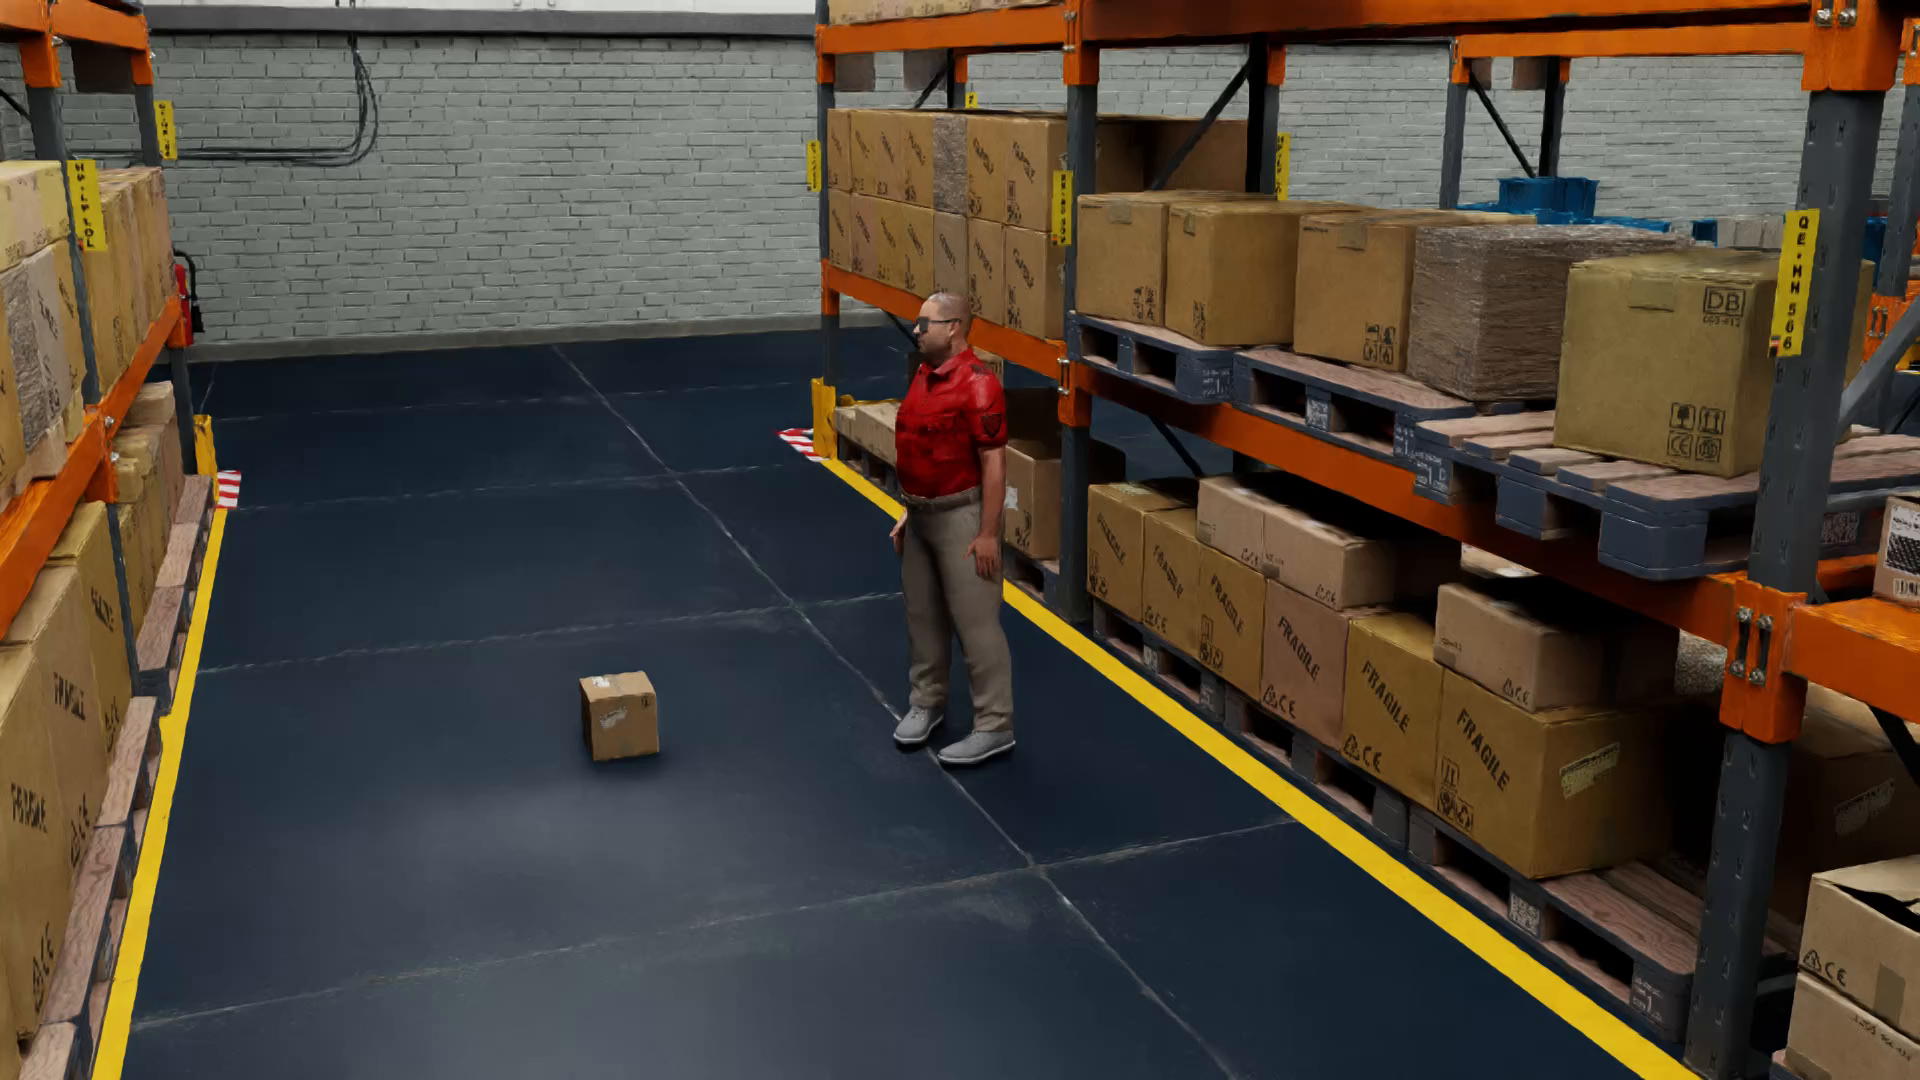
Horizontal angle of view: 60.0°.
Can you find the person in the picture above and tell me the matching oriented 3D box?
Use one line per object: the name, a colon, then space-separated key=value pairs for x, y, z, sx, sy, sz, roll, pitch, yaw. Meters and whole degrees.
person: x=-0.047 y=-0.055 z=6.206 sx=0.401 sy=1.726 sz=0.546 roll=-9 pitch=18 yaw=-30
